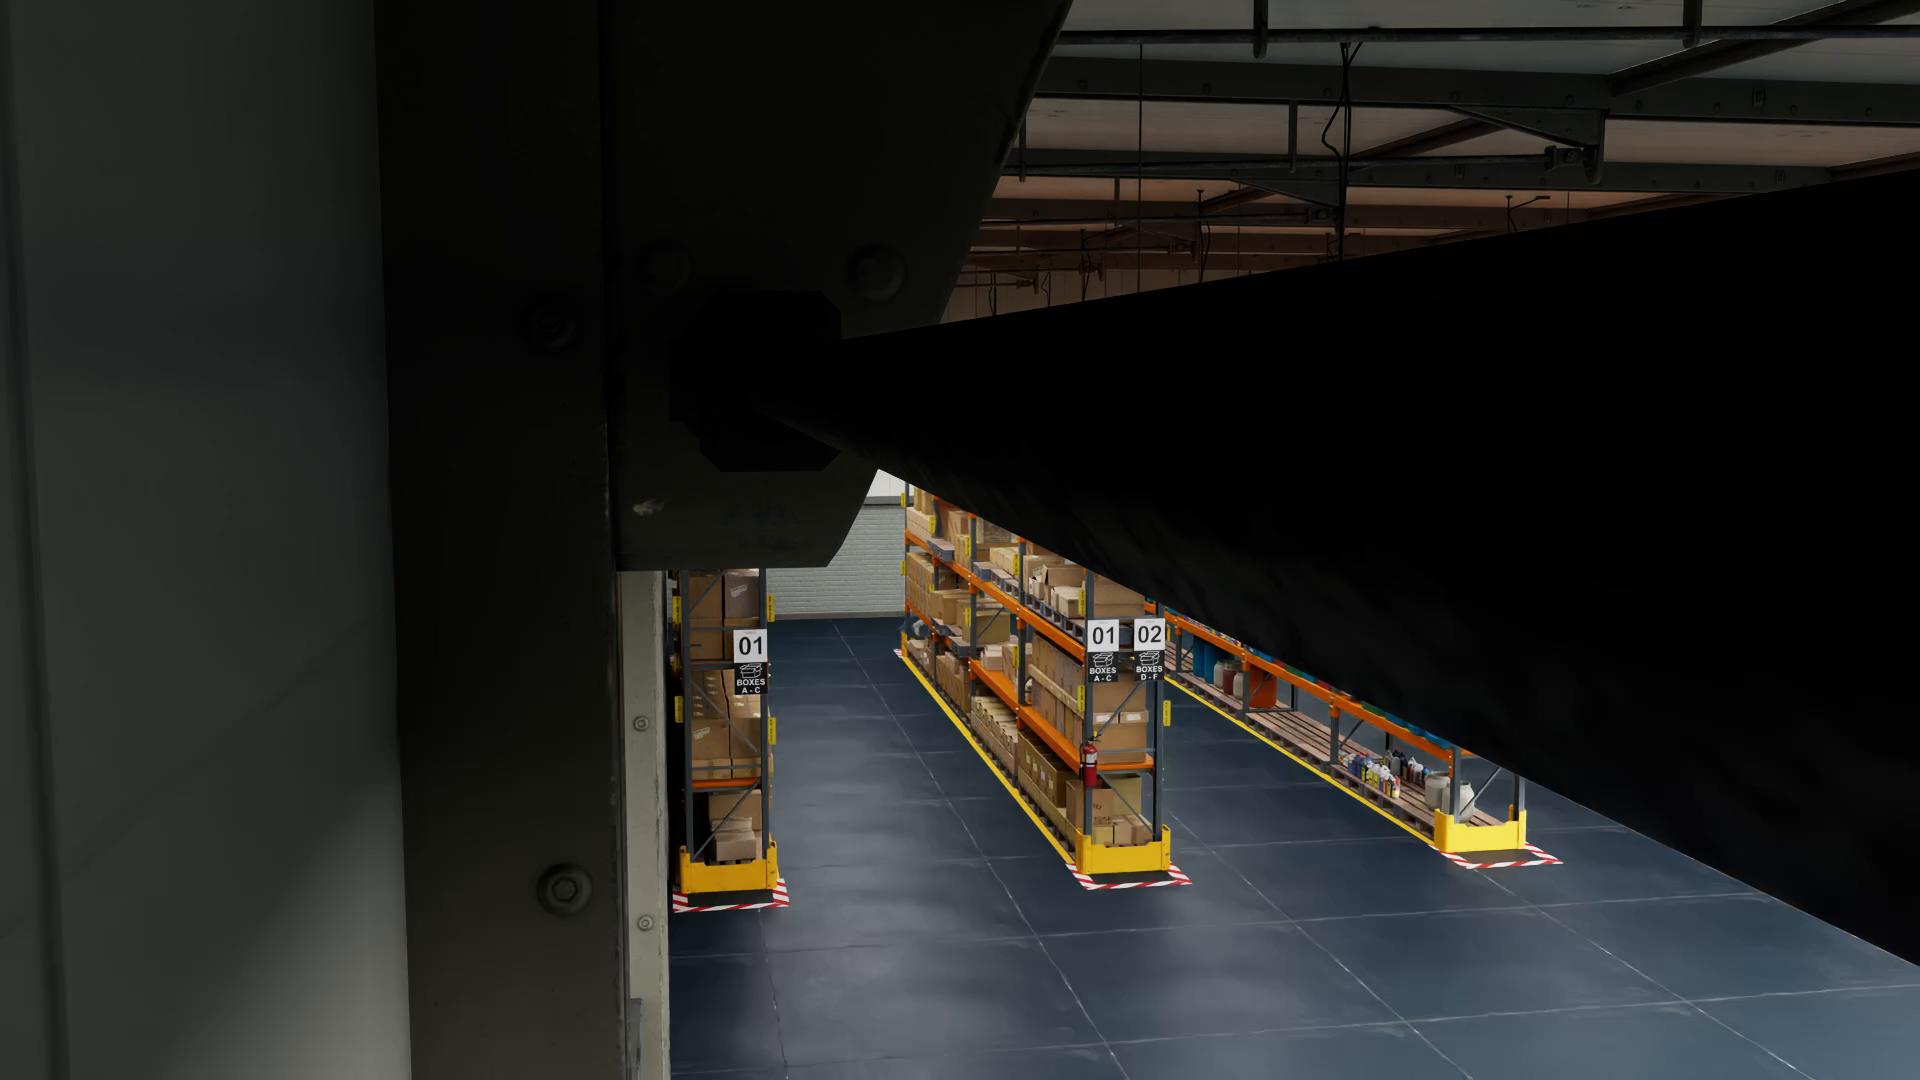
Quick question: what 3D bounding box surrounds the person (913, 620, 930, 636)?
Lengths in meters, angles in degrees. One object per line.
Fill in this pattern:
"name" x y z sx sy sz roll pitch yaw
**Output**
"person" -0.761 1.419 38.886 0.640 1.742 0.588 1 6 10
